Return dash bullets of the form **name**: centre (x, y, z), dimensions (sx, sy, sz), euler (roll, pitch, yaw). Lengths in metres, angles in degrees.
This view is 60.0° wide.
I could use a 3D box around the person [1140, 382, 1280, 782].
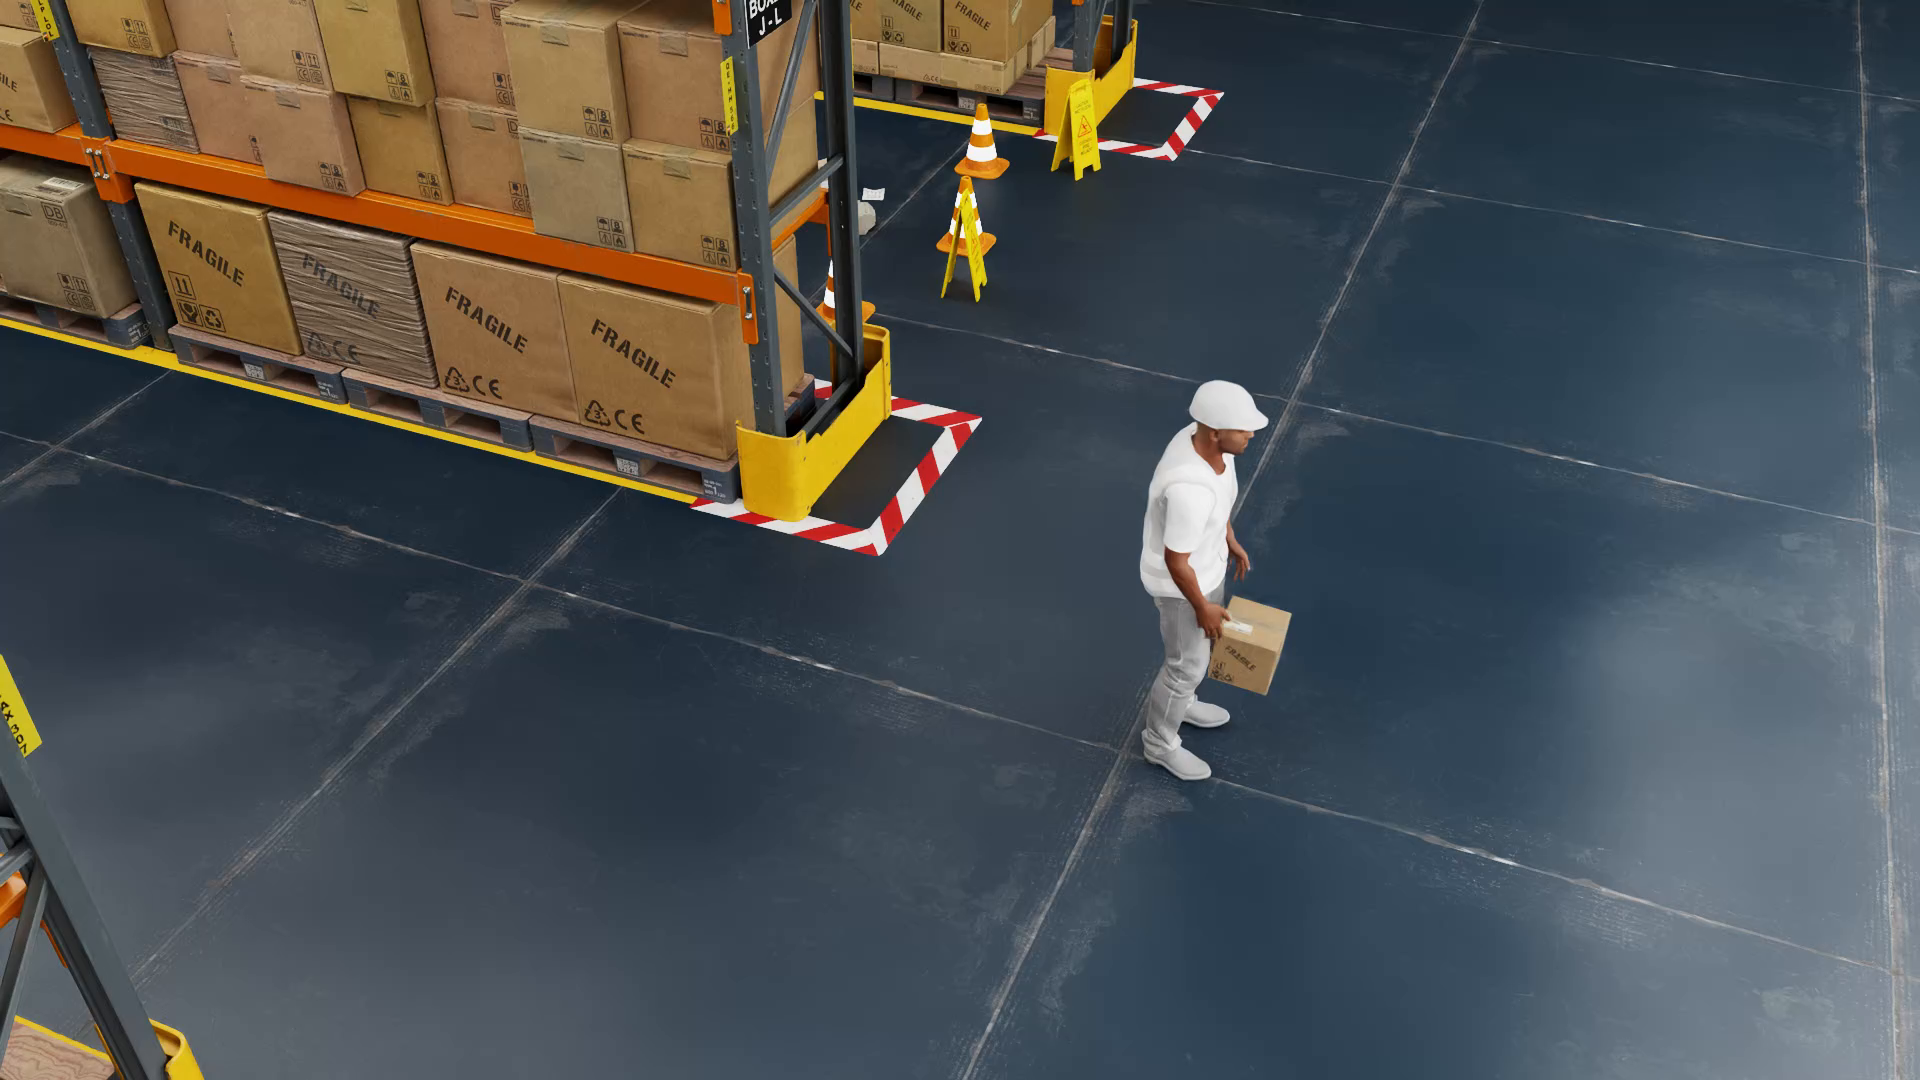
- **person**: centre (0.953, 0.136, 6.630), dimensions (0.462, 1.755, 0.623), euler (12, 39, 16)
